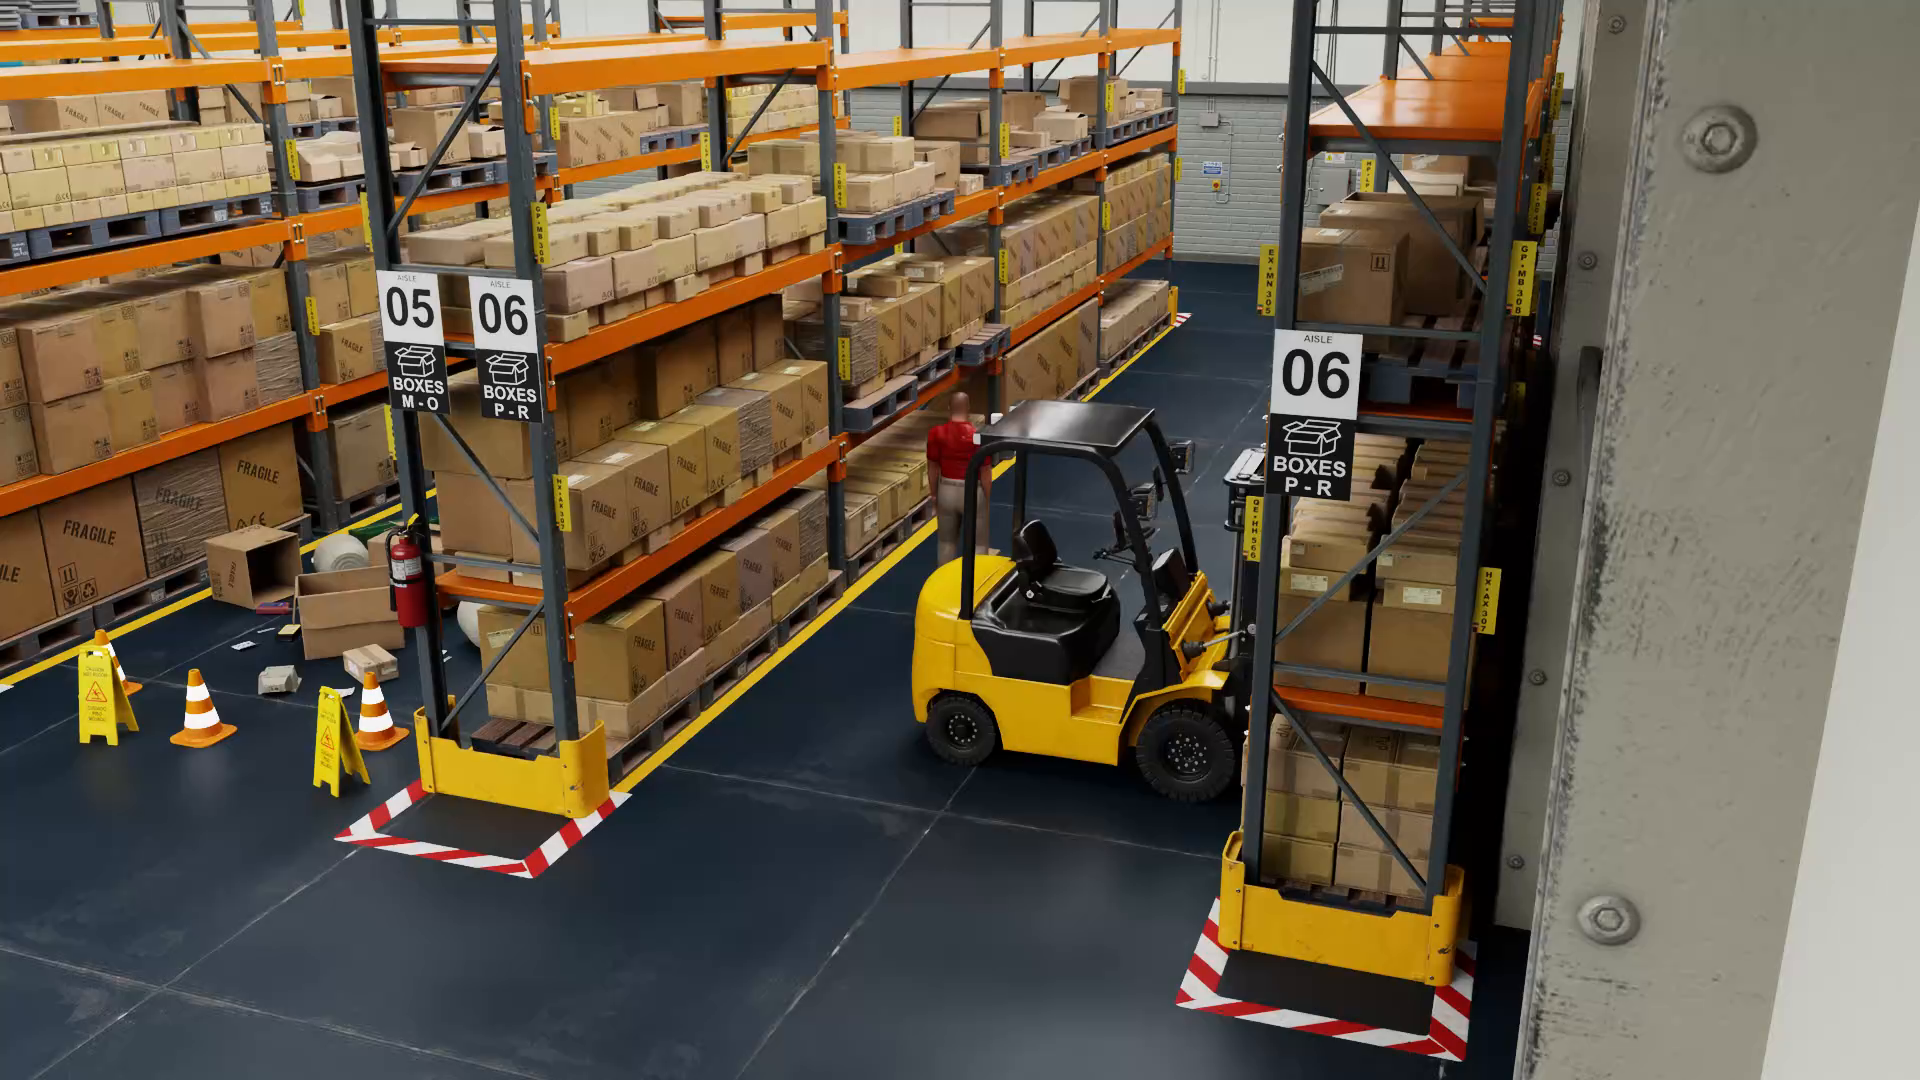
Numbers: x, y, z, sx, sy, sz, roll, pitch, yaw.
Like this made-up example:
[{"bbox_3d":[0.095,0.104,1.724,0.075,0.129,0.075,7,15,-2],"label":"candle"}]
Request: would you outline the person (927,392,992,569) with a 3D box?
[{"bbox_3d":[0.009,-0.323,13.080,0.529,1.727,0.359,6,19,17],"label":"person"}]
